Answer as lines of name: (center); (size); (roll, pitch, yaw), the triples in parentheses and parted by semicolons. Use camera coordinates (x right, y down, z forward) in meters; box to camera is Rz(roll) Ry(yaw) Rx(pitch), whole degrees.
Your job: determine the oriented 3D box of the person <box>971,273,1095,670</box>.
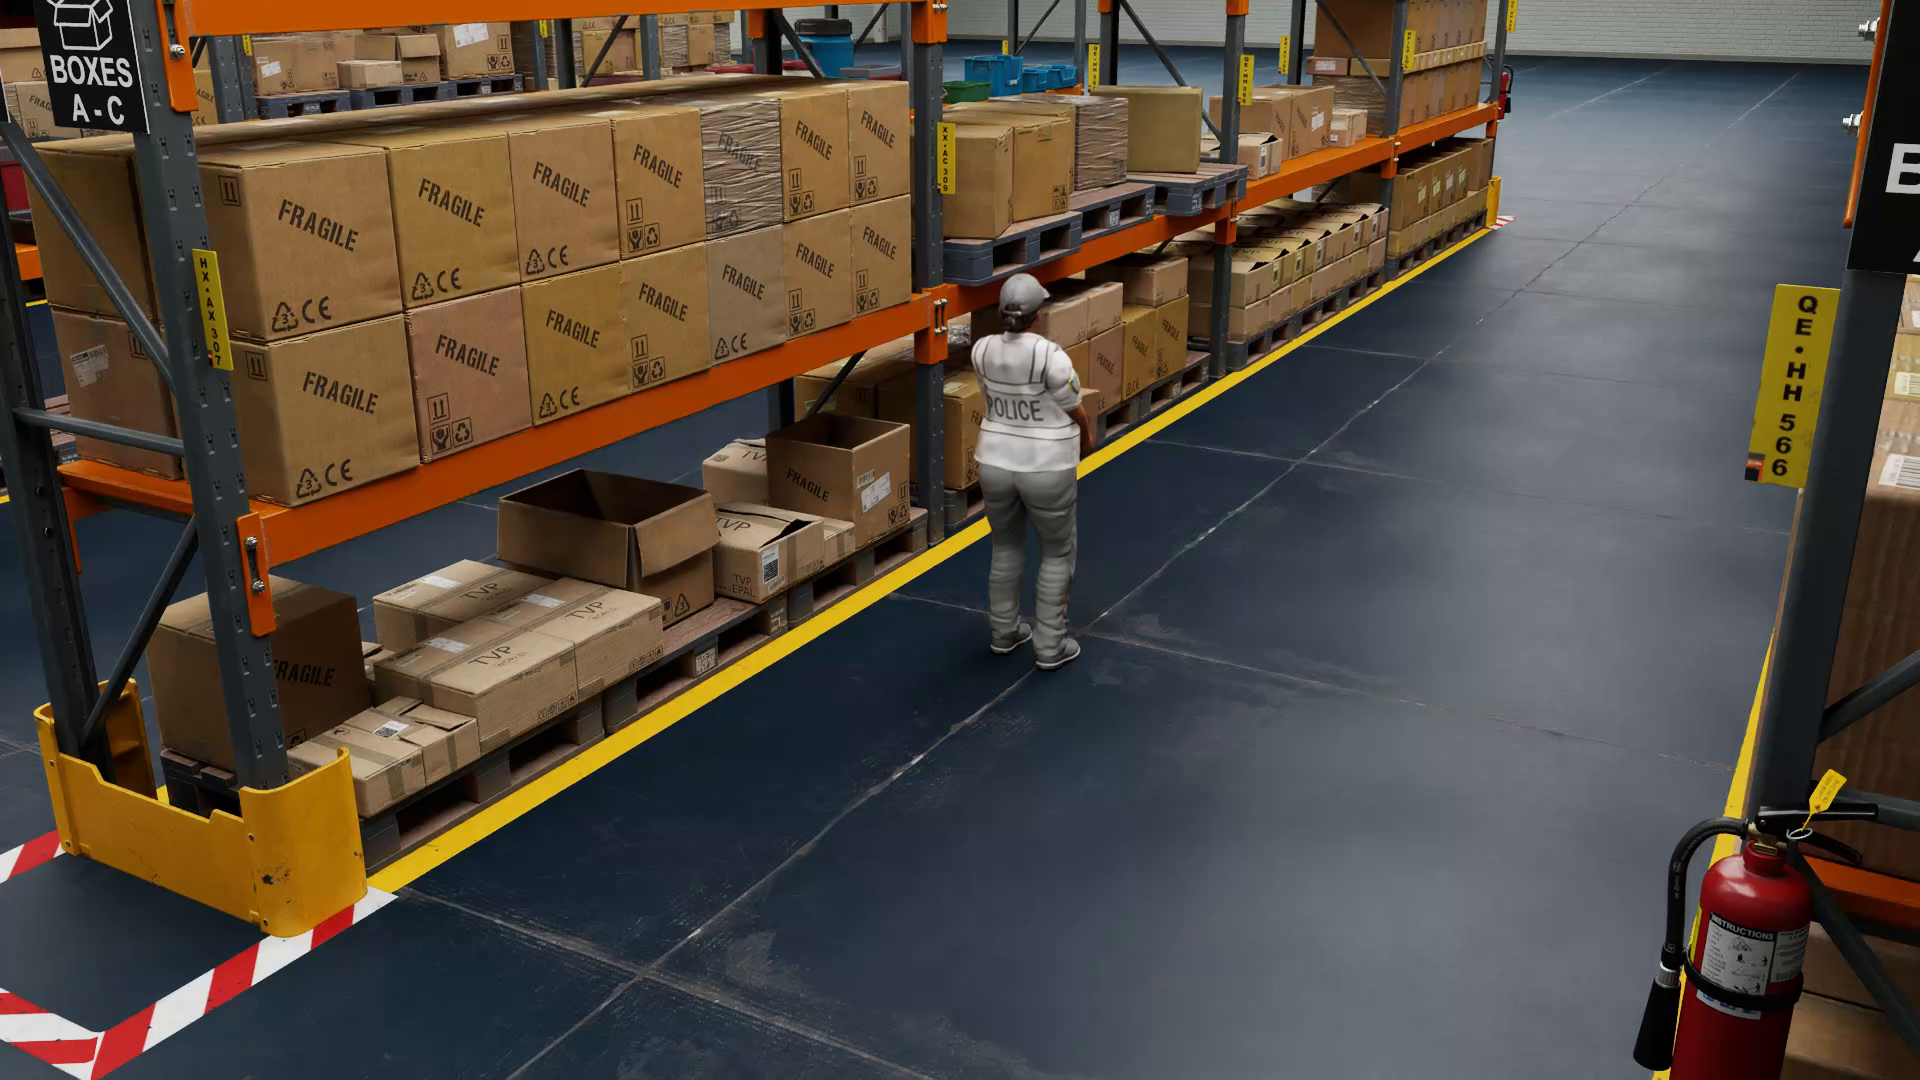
person: (0.315, -0.301, 6.930); (0.455, 1.656, 0.535); (11, 22, 28)
